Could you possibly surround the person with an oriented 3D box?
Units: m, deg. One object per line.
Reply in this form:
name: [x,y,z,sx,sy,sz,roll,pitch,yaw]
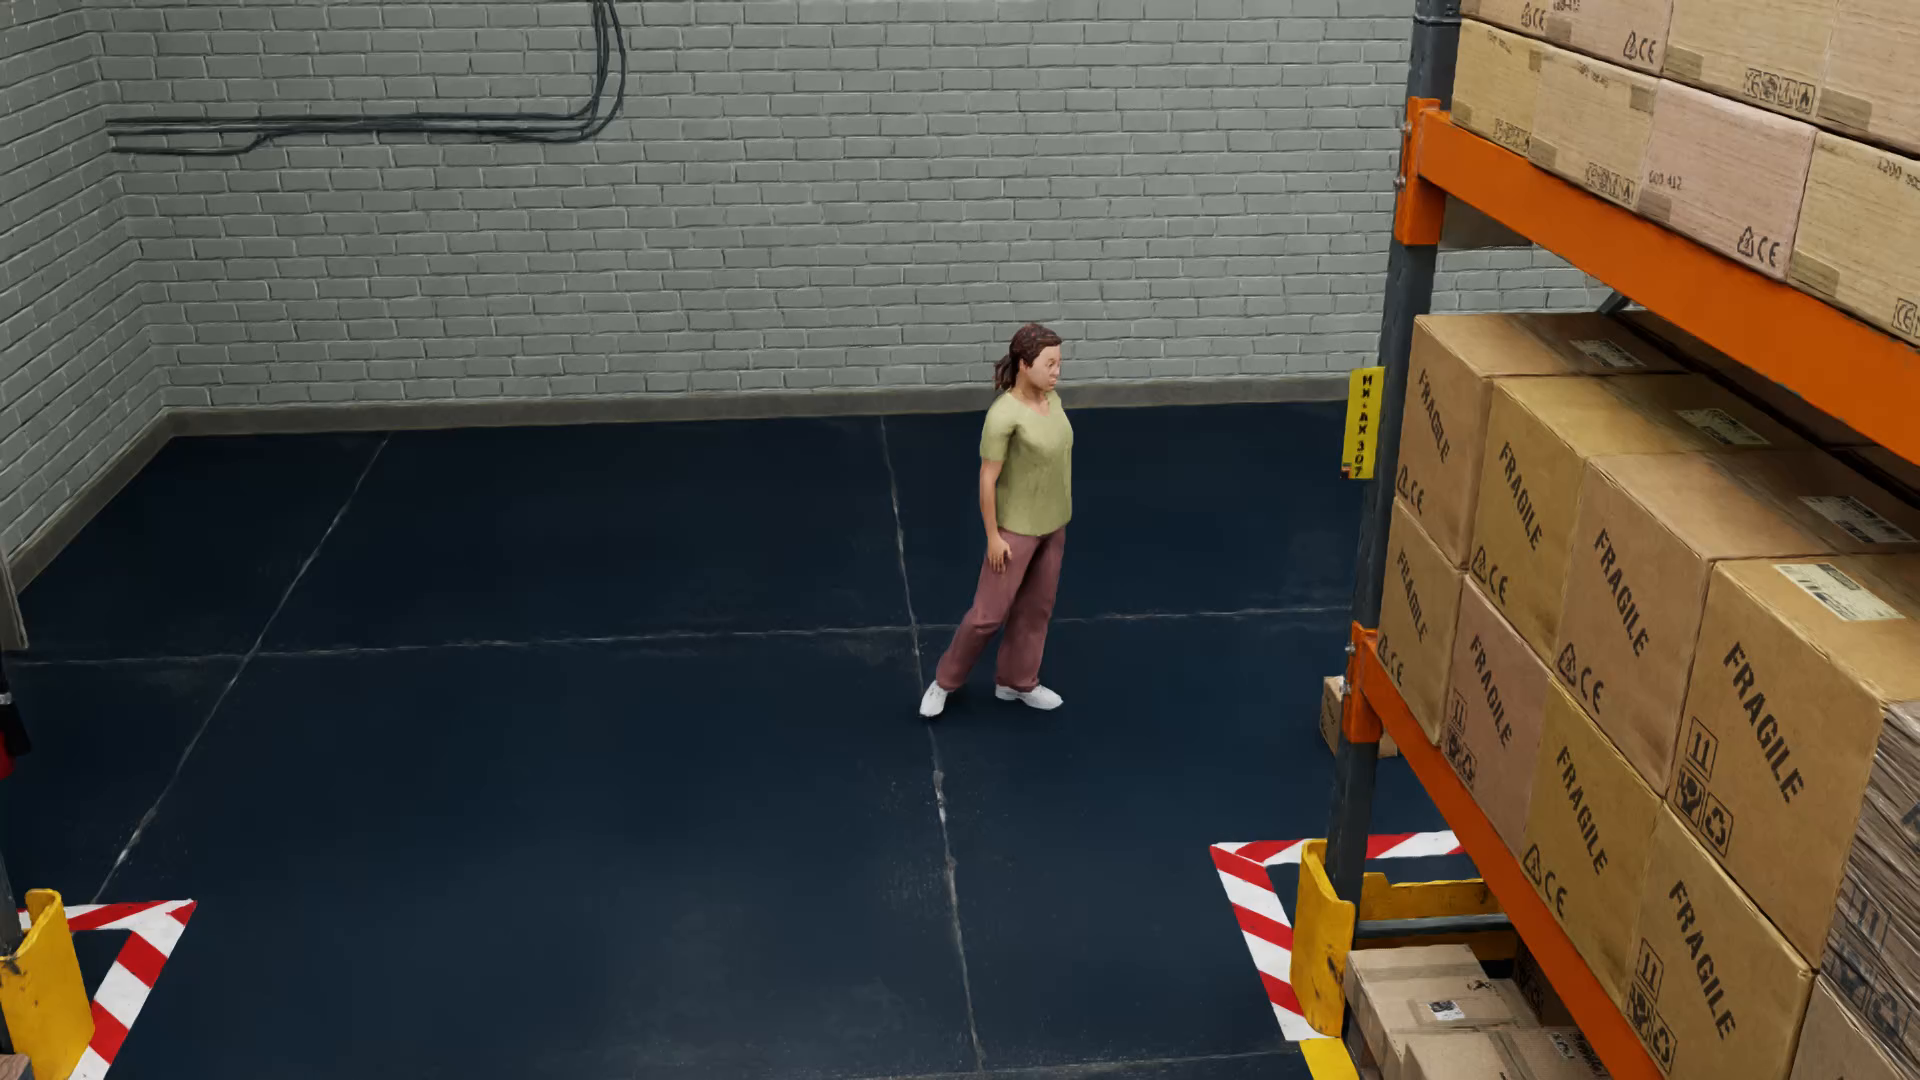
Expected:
person: [0.145,-0.049,6.704,0.450,1.663,0.652,22,32,40]
